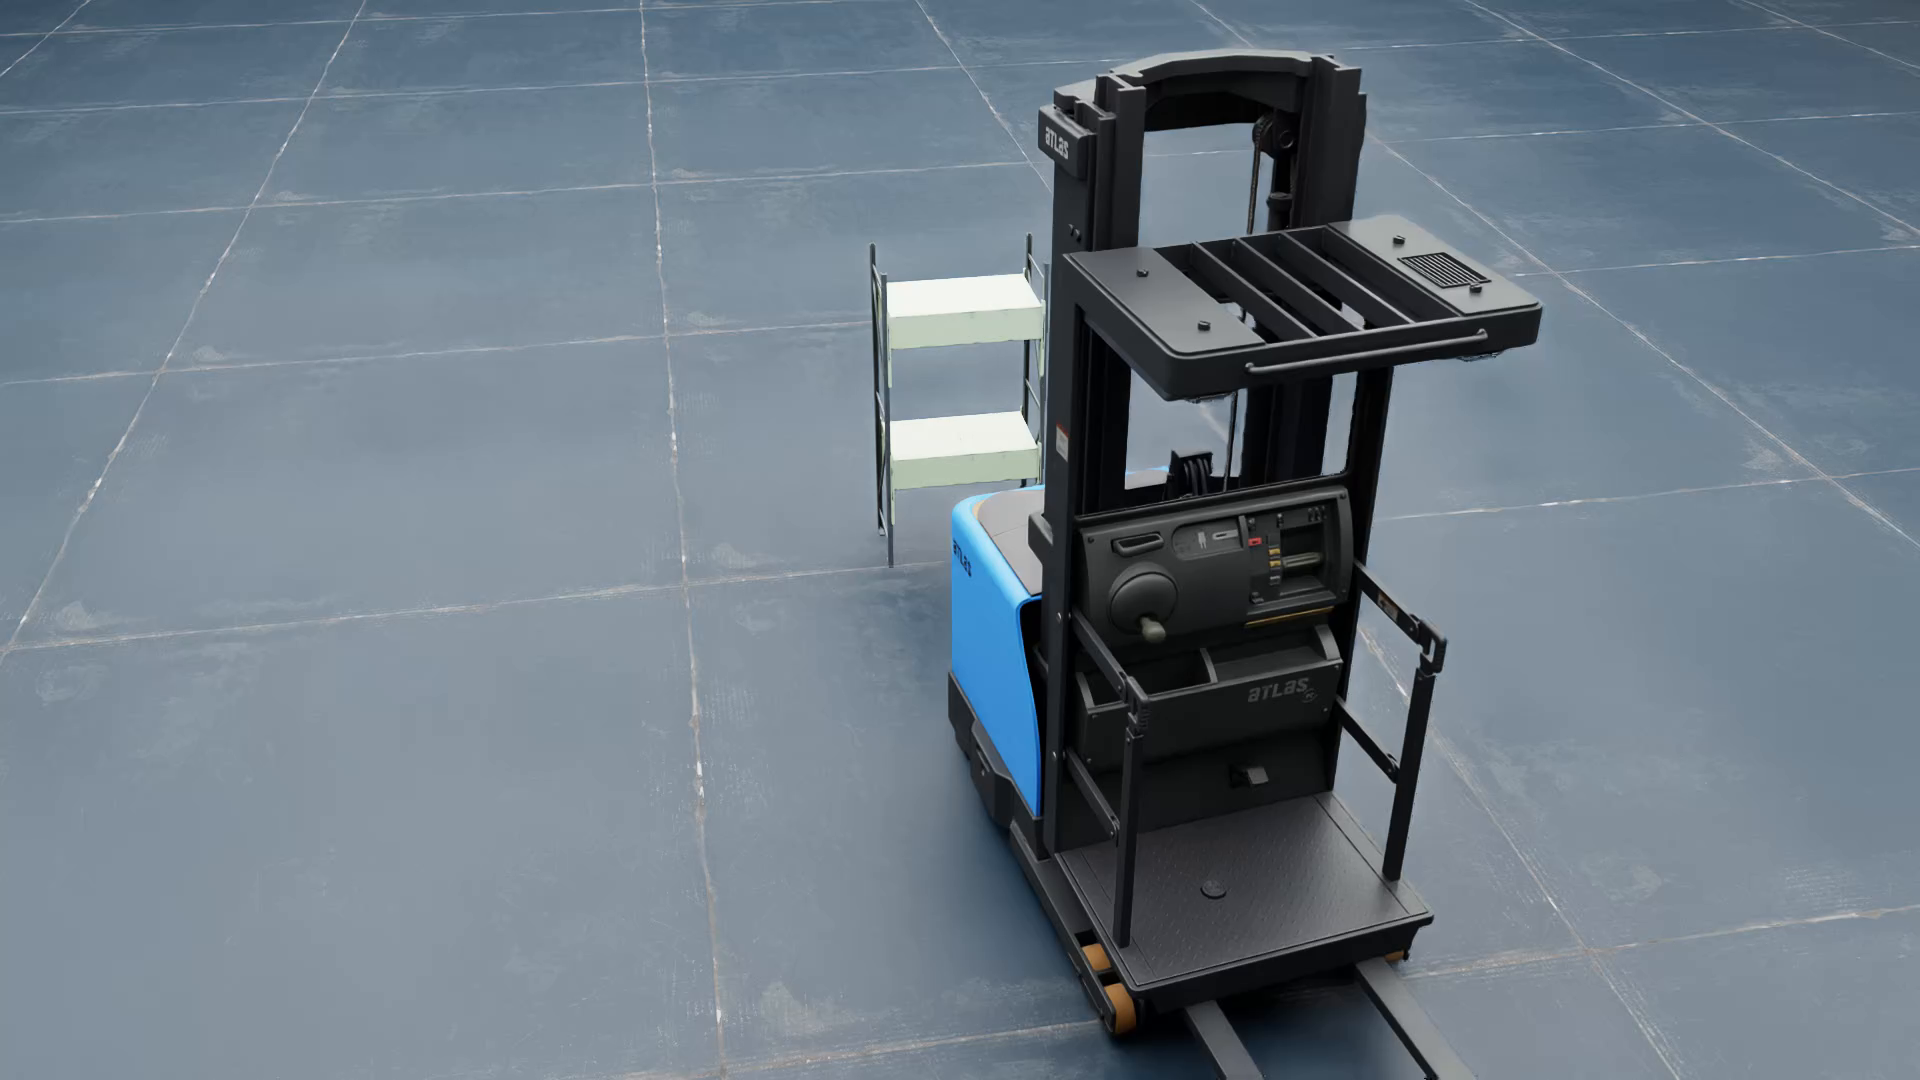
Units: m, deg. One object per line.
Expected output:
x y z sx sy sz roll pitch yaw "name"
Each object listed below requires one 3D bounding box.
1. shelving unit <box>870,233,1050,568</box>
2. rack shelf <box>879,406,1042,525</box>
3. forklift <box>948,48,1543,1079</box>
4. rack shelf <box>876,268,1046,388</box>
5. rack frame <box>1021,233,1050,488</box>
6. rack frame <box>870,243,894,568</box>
-0.007 -0.646 7.869 0.755 1.500 0.431 -5 31 -9 "shelving unit"
-0.007 -0.365 8.034 0.720 0.370 0.431 -5 31 -9 "rack shelf"
0.900 0.132 5.133 1.130 2.935 3.031 -10 32 -16 "forklift"
-0.007 -0.982 7.671 0.720 0.370 0.431 -5 31 -9 "rack shelf"
0.353 -0.679 7.926 0.023 1.500 0.400 -5 31 -9 "rack frame"
-0.367 -0.612 7.812 0.023 1.500 0.400 -5 31 -9 "rack frame"
